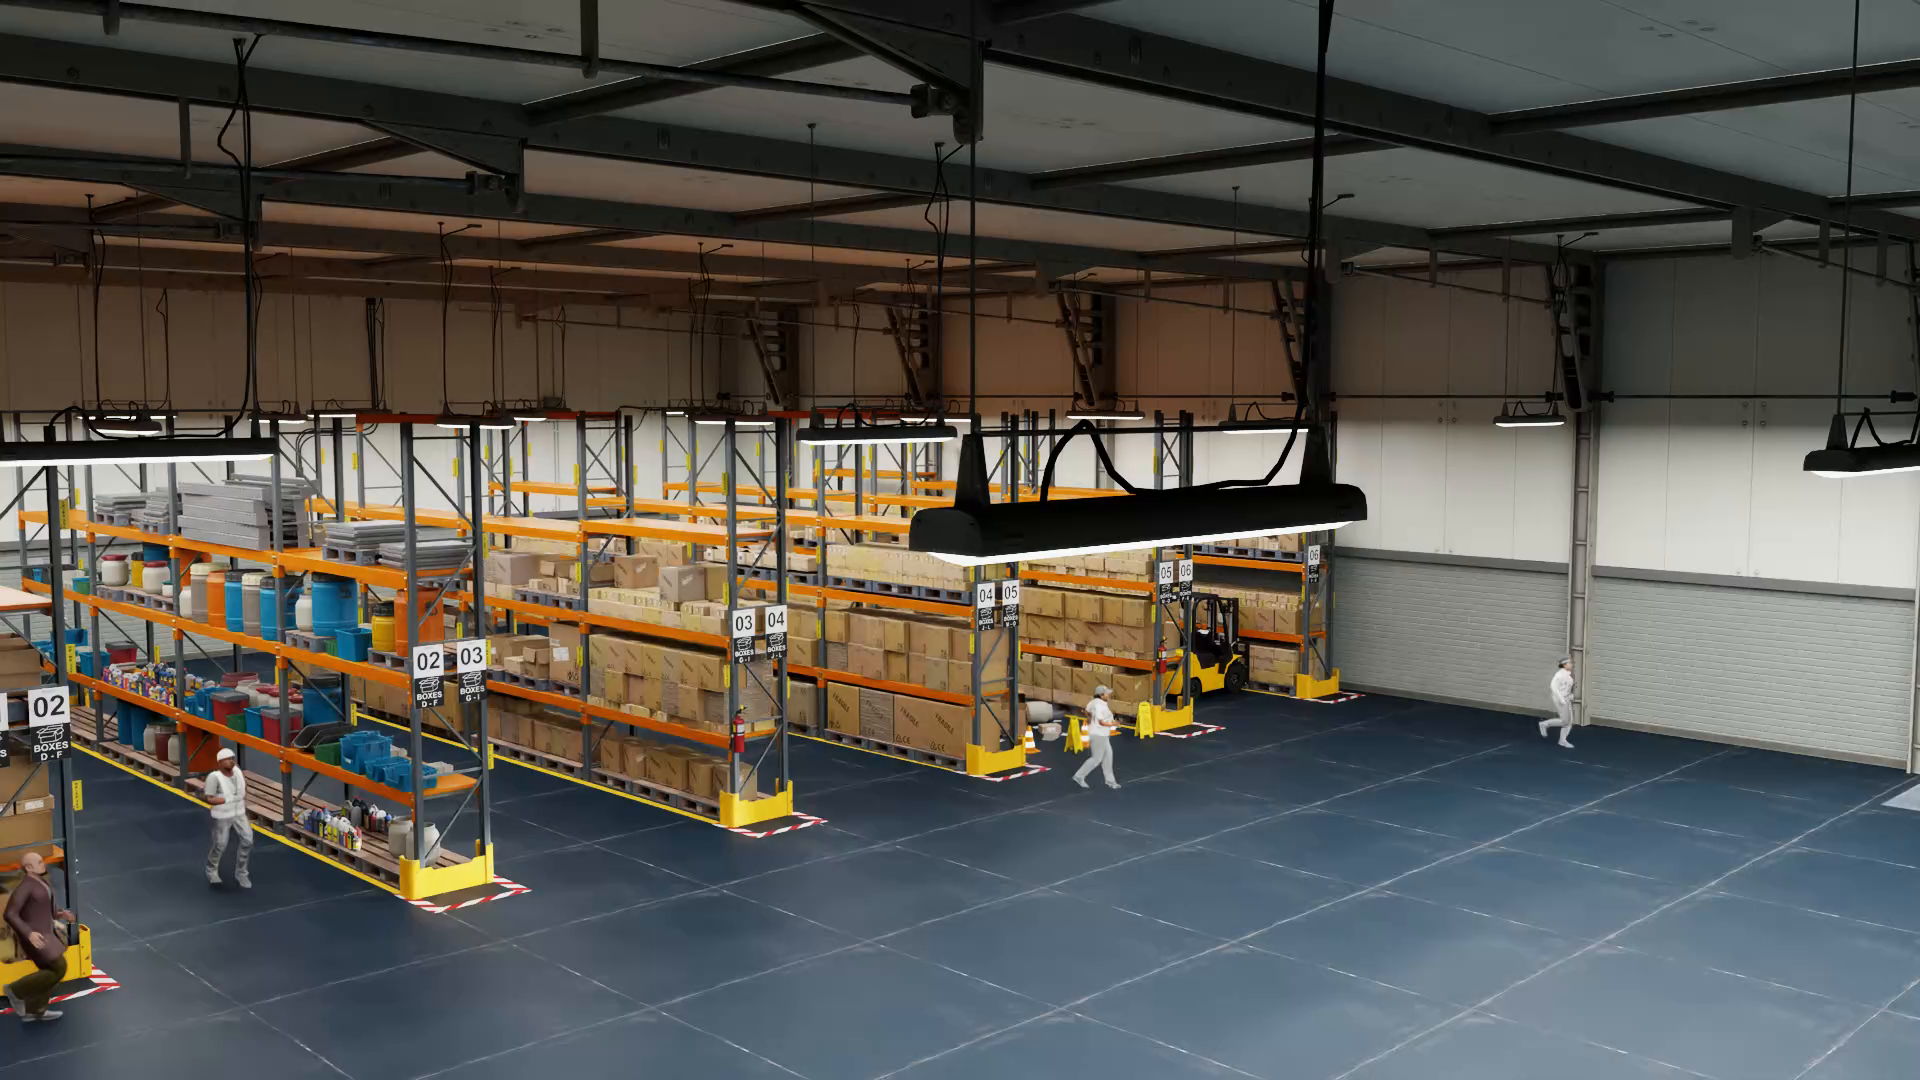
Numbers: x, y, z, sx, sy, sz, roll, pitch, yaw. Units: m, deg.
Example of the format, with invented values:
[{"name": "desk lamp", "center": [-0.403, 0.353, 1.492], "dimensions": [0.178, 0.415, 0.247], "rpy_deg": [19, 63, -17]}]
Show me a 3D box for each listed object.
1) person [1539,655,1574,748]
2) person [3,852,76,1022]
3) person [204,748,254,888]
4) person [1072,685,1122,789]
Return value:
[{"name": "person", "center": [10.856, 2.903, 30.145], "dimensions": [0.633, 1.662, 0.641], "rpy_deg": [4, 6, 35]}, {"name": "person", "center": [-9.307, 4.011, 16.802], "dimensions": [0.638, 1.731, 0.715], "rpy_deg": [-1, 5, -17]}, {"name": "person", "center": [-9.403, 3.589, 21.363], "dimensions": [0.780, 1.852, 0.686], "rpy_deg": [3, 6, 31]}, {"name": "person", "center": [2.212, 3.183, 26.758], "dimensions": [0.819, 1.706, 0.624], "rpy_deg": [0, 5, -1]}]
